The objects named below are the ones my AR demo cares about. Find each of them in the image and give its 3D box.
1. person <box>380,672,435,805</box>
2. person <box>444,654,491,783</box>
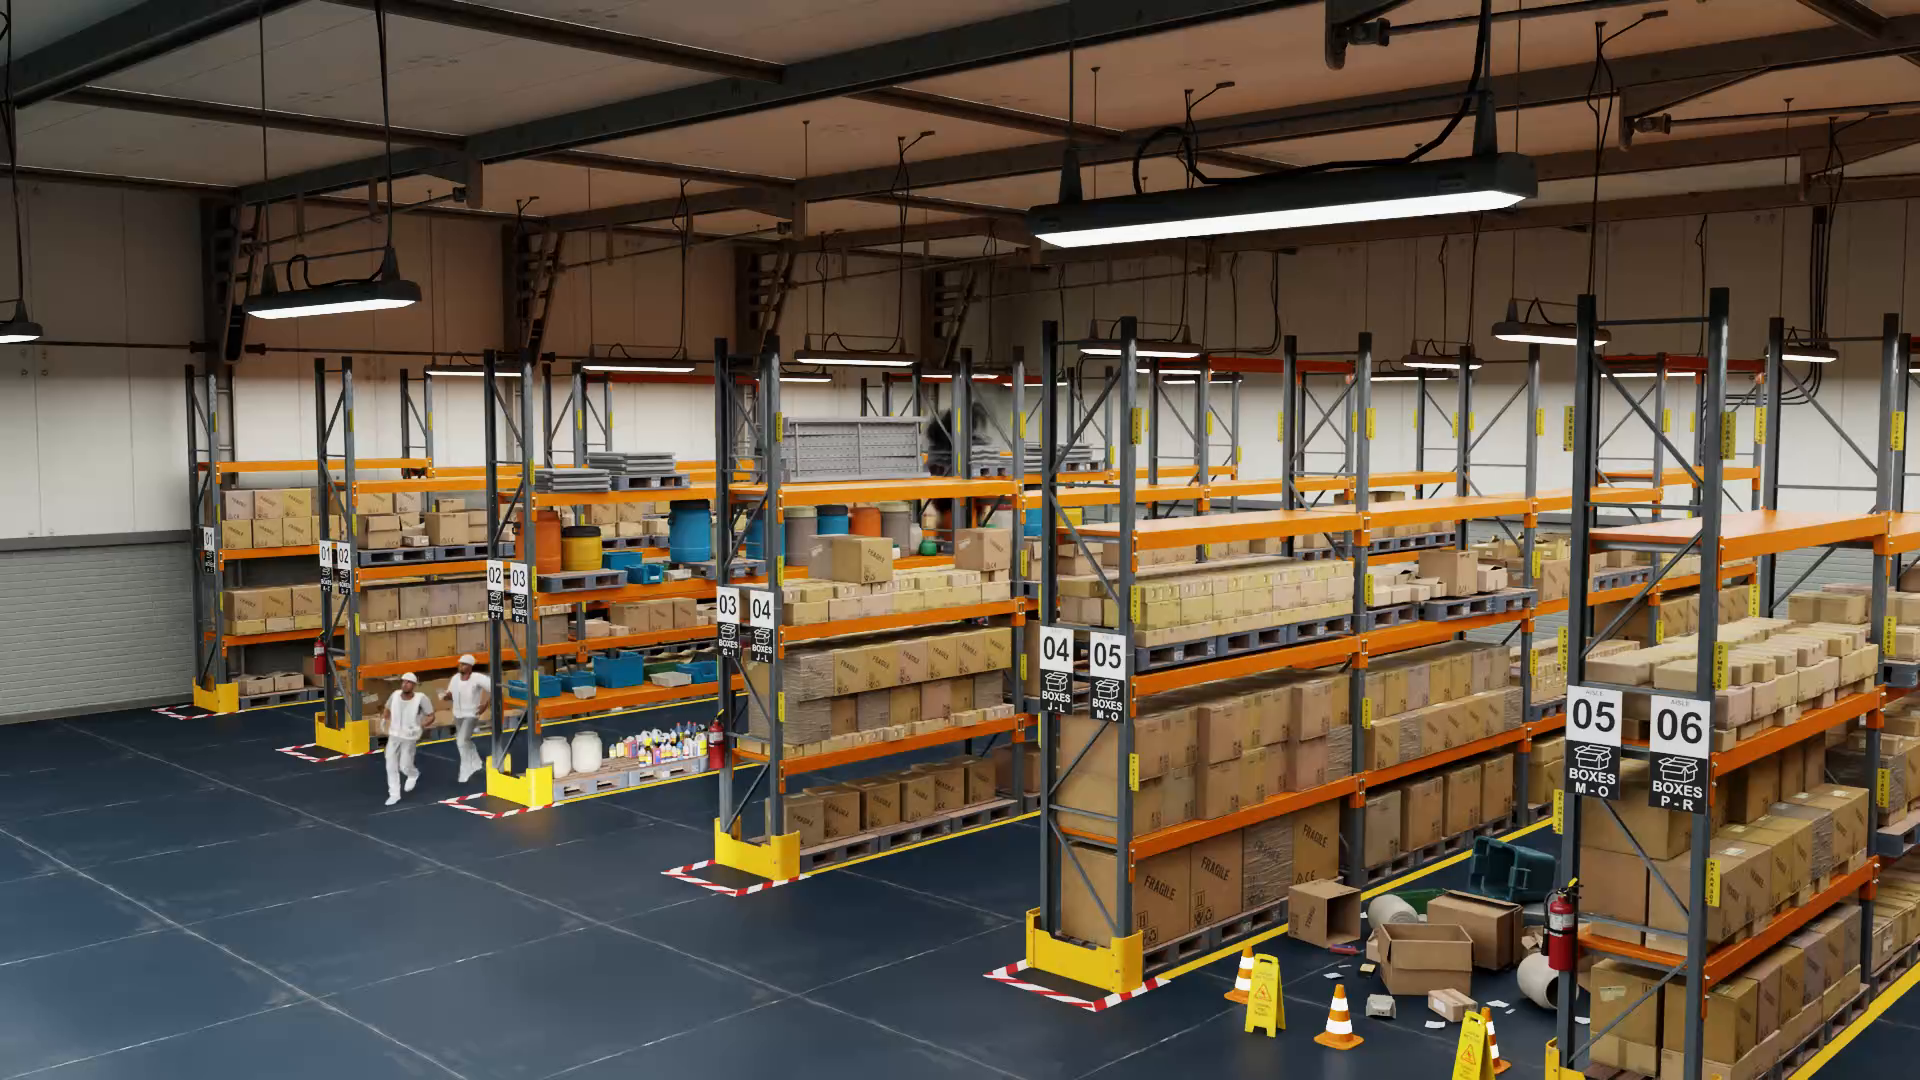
[{"bbox_3d":[-7.359,2.614,22.191,0.726,1.730,0.688,1,4,8],"label":"person"},{"bbox_3d":[-6.916,2.513,23.370,0.709,1.834,0.684,2,5,26],"label":"person"}]
